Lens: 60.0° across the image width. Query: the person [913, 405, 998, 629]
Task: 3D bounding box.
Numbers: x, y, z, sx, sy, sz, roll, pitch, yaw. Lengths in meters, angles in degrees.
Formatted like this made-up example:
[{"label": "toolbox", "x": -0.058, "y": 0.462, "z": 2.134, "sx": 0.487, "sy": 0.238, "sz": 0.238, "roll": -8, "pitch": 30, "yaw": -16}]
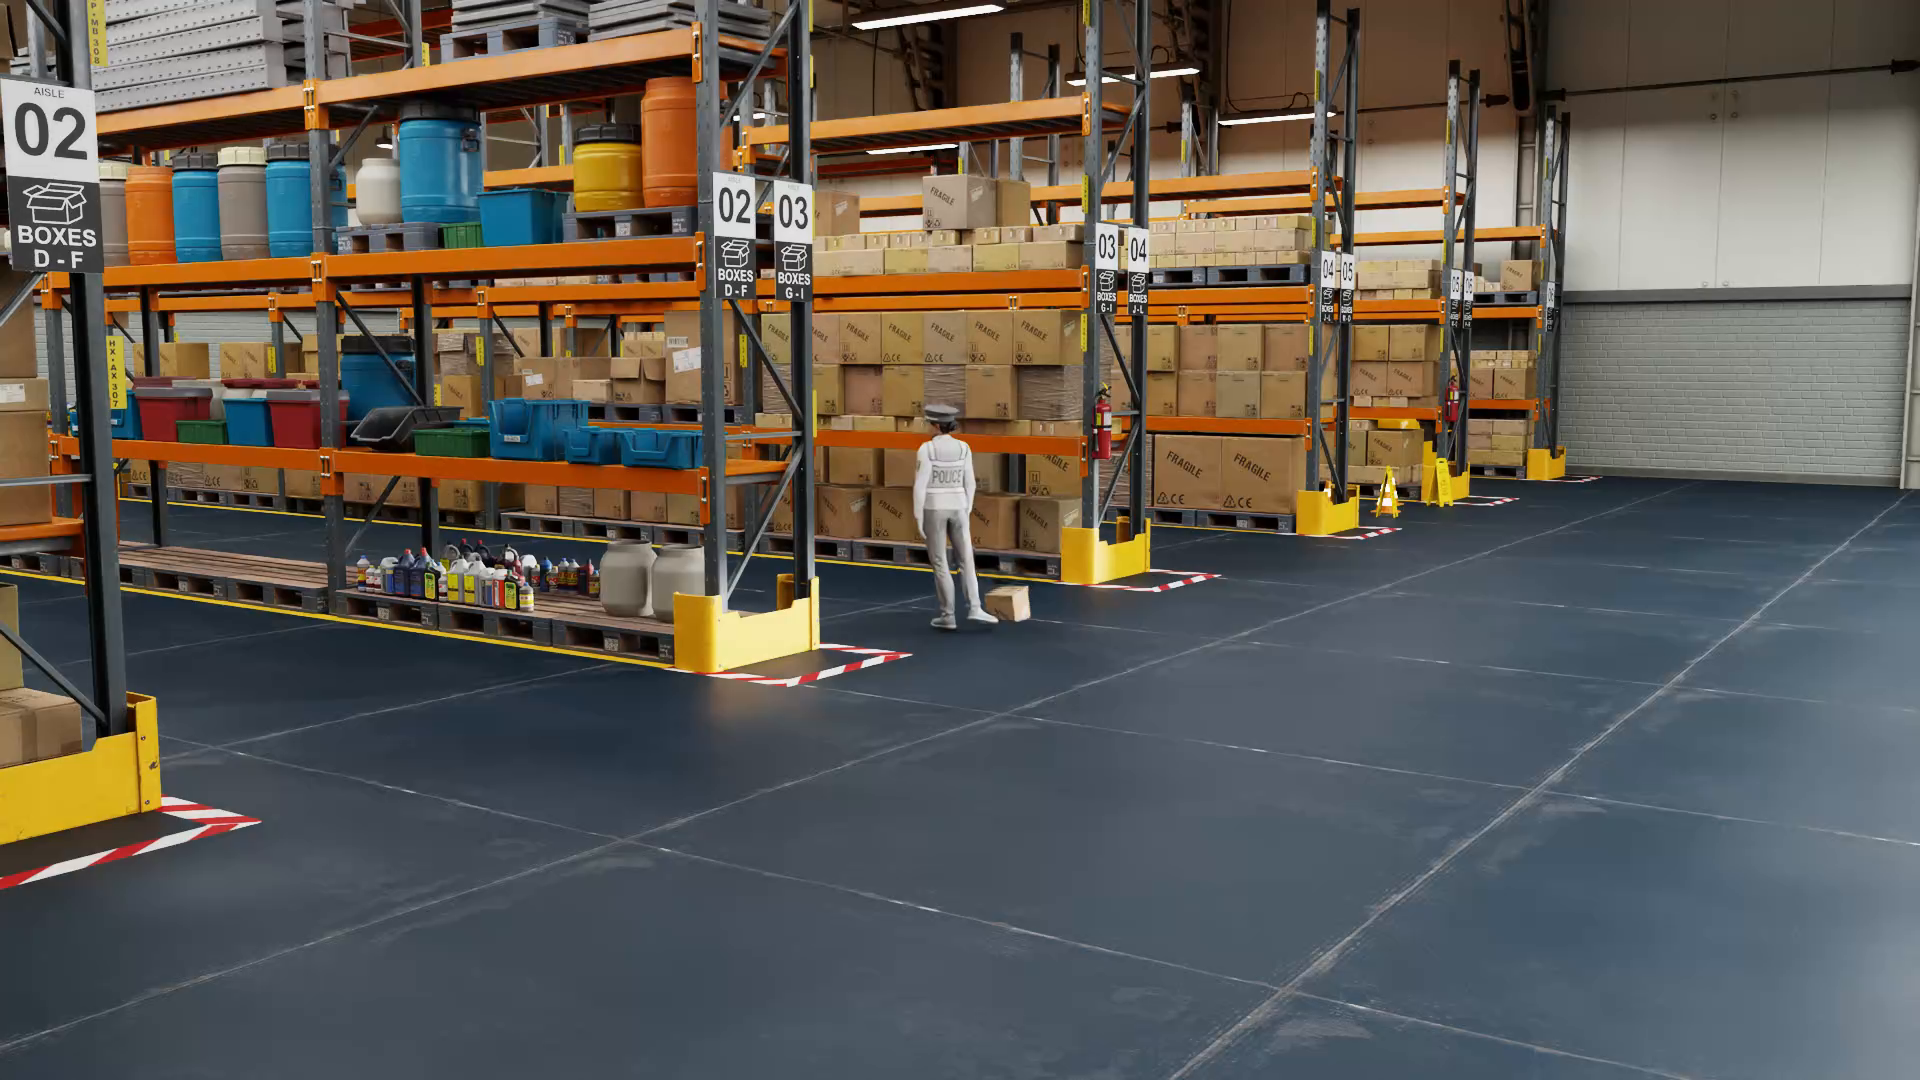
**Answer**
[{"label": "person", "x": -0.055, "y": -0.173, "z": 12.362, "sx": 0.637, "sy": 1.661, "sz": 0.424, "roll": -3, "pitch": 7, "yaw": -24}]
